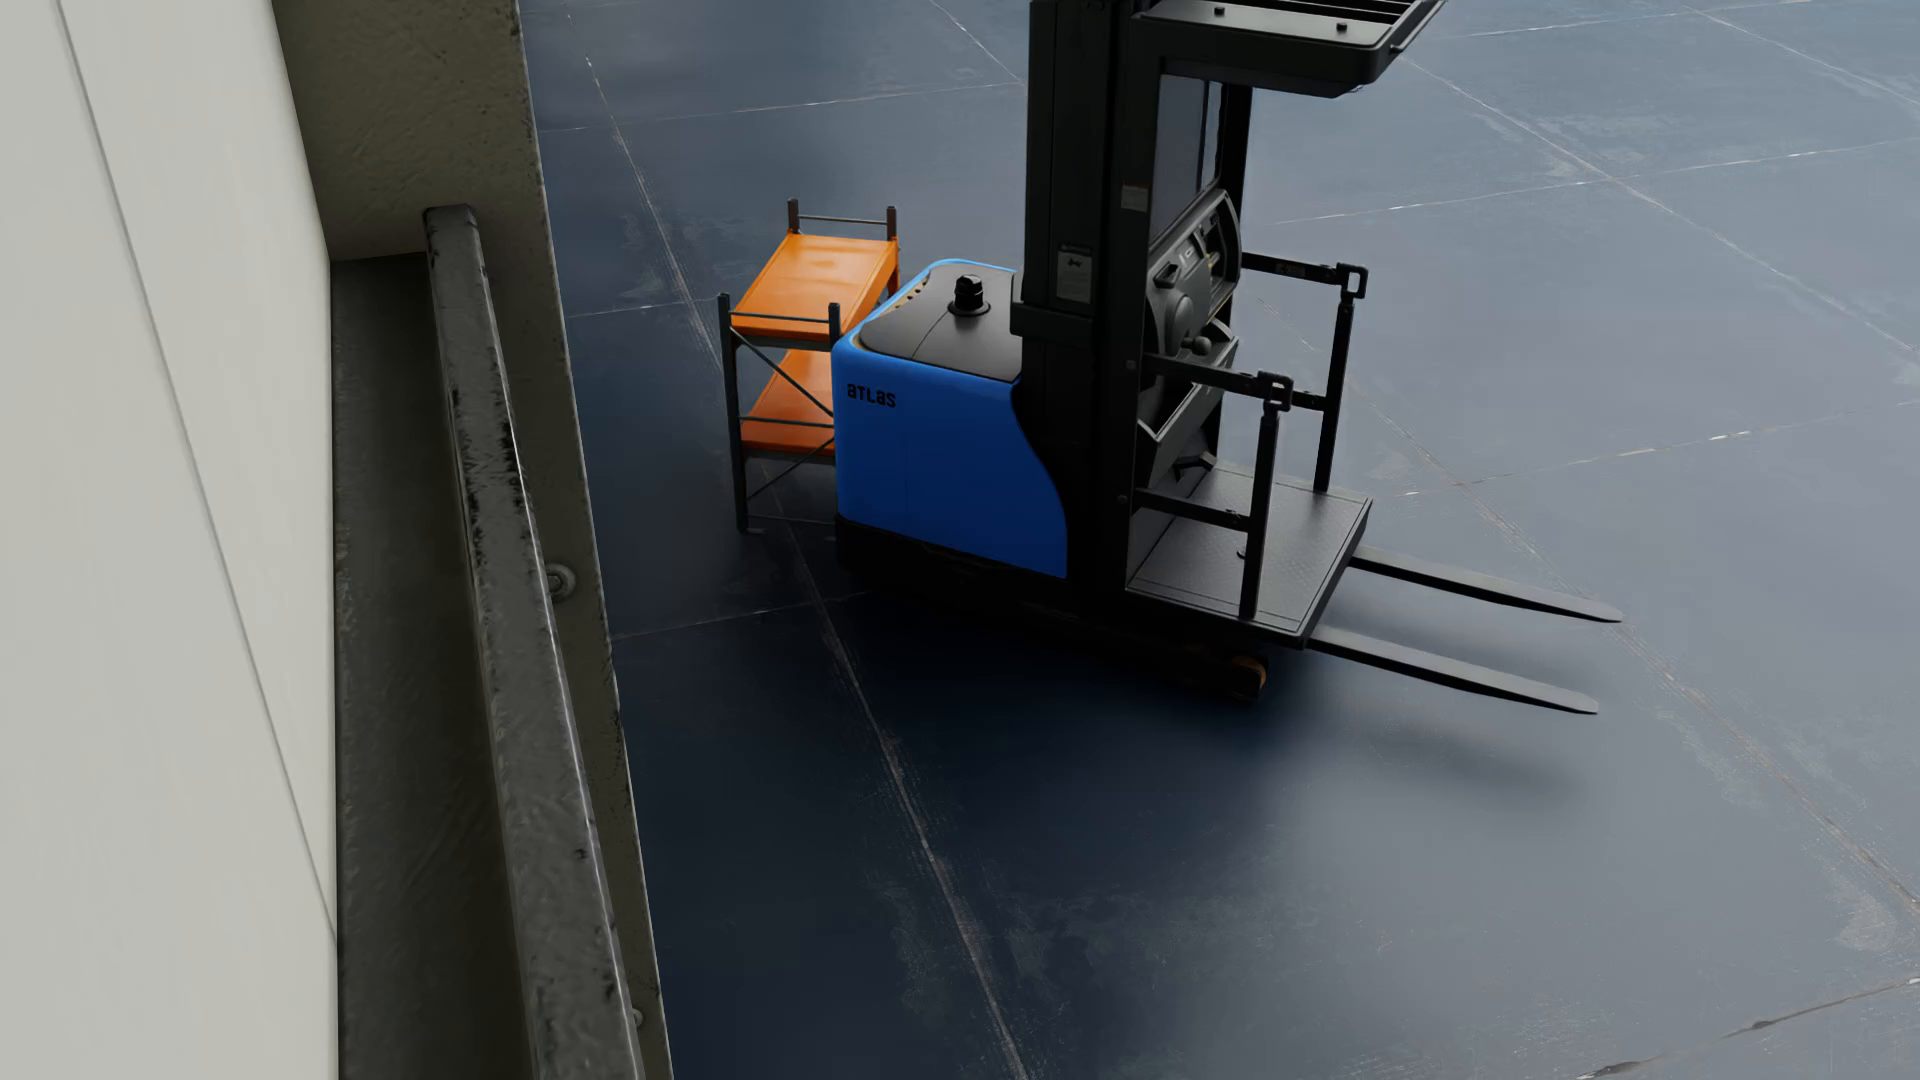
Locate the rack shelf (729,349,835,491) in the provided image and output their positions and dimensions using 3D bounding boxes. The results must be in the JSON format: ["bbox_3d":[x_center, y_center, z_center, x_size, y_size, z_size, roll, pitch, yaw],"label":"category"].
[{"bbox_3d":[-0.626,-0.560,7.484,0.538,0.278,1.000,6,34,9],"label":"rack shelf"}]

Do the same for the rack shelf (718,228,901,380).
[{"bbox_3d":[-0.626,-1.008,7.187,0.538,0.278,1.000,6,34,9],"label":"rack shelf"}]

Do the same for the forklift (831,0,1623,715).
[{"bbox_3d":[1.039,-0.954,5.998,3.031,2.935,1.130,15,36,21],"label":"forklift"}]

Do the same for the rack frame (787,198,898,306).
[{"bbox_3d":[-0.529,-1.039,7.765,0.500,1.125,0.032,6,34,9],"label":"rack frame"}]

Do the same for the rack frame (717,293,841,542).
[{"bbox_3d":[-0.724,-0.489,6.933,0.500,1.125,0.032,6,34,9],"label":"rack frame"}]

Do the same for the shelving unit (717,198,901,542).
[{"bbox_3d":[-0.626,-0.764,7.349,0.538,1.125,1.048,6,34,9],"label":"shelving unit"}]
